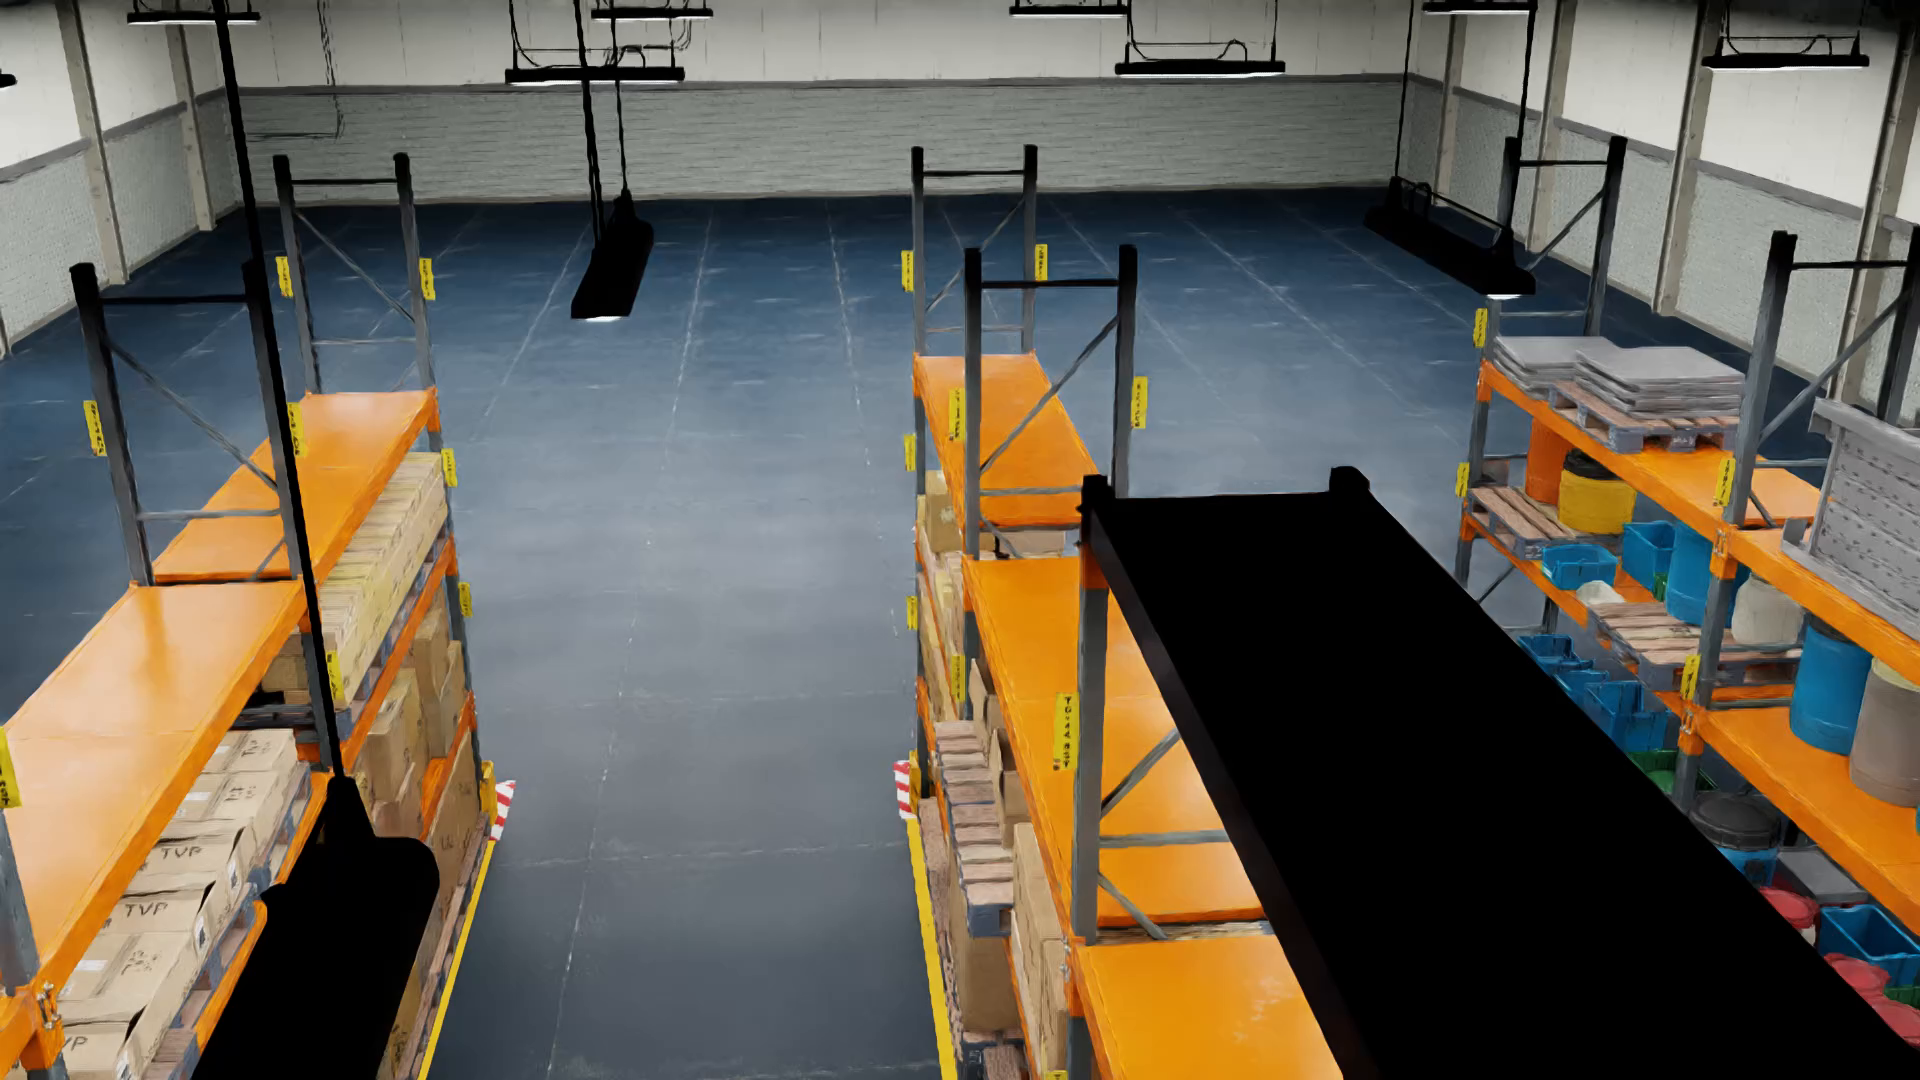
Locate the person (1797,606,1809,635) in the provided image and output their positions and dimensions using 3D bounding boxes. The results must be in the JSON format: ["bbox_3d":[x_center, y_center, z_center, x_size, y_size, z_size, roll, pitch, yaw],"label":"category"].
[{"bbox_3d":[8.903,0.578,17.949,0.531,1.666,0.564,-13,25,-29],"label":"person"}]
